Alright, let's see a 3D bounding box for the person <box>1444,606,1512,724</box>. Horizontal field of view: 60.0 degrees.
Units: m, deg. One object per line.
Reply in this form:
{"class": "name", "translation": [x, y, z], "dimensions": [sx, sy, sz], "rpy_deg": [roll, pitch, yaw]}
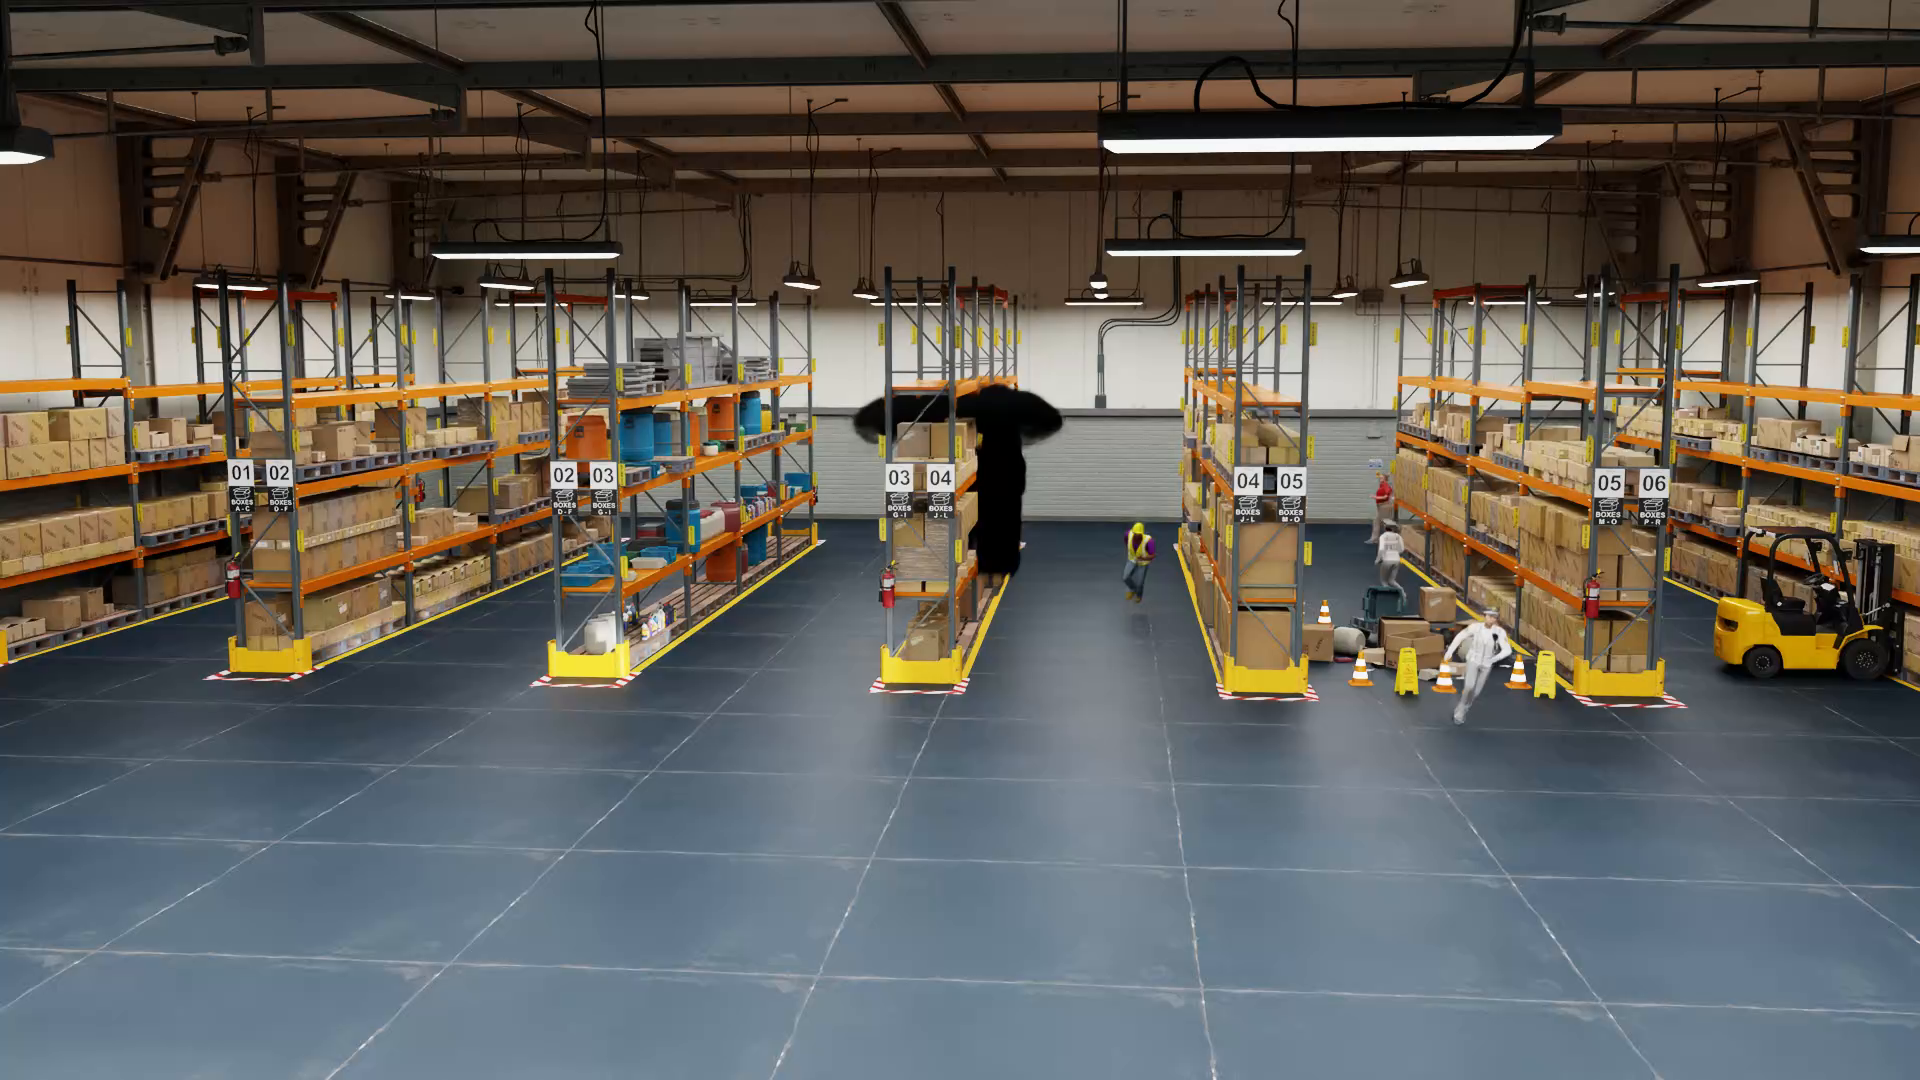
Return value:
{"class": "person", "translation": [6.723, 1.624, 21.509], "dimensions": [0.764, 1.594, 0.652], "rpy_deg": [0, 7, 2]}

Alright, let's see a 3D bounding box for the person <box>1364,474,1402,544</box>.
{"class": "person", "translation": [10.249, -0.750, 40.164], "dimensions": [0.927, 1.712, 0.673], "rpy_deg": [0, 7, 4]}

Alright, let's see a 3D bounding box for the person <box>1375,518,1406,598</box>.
{"class": "person", "translation": [8.073, 0.435, 31.077], "dimensions": [0.608, 1.640, 0.717], "rpy_deg": [-2, 7, -15]}

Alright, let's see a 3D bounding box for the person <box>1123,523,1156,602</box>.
{"class": "person", "translation": [3.175, 0.410, 29.705], "dimensions": [0.726, 1.512, 0.993], "rpy_deg": [3, 7, 22]}
